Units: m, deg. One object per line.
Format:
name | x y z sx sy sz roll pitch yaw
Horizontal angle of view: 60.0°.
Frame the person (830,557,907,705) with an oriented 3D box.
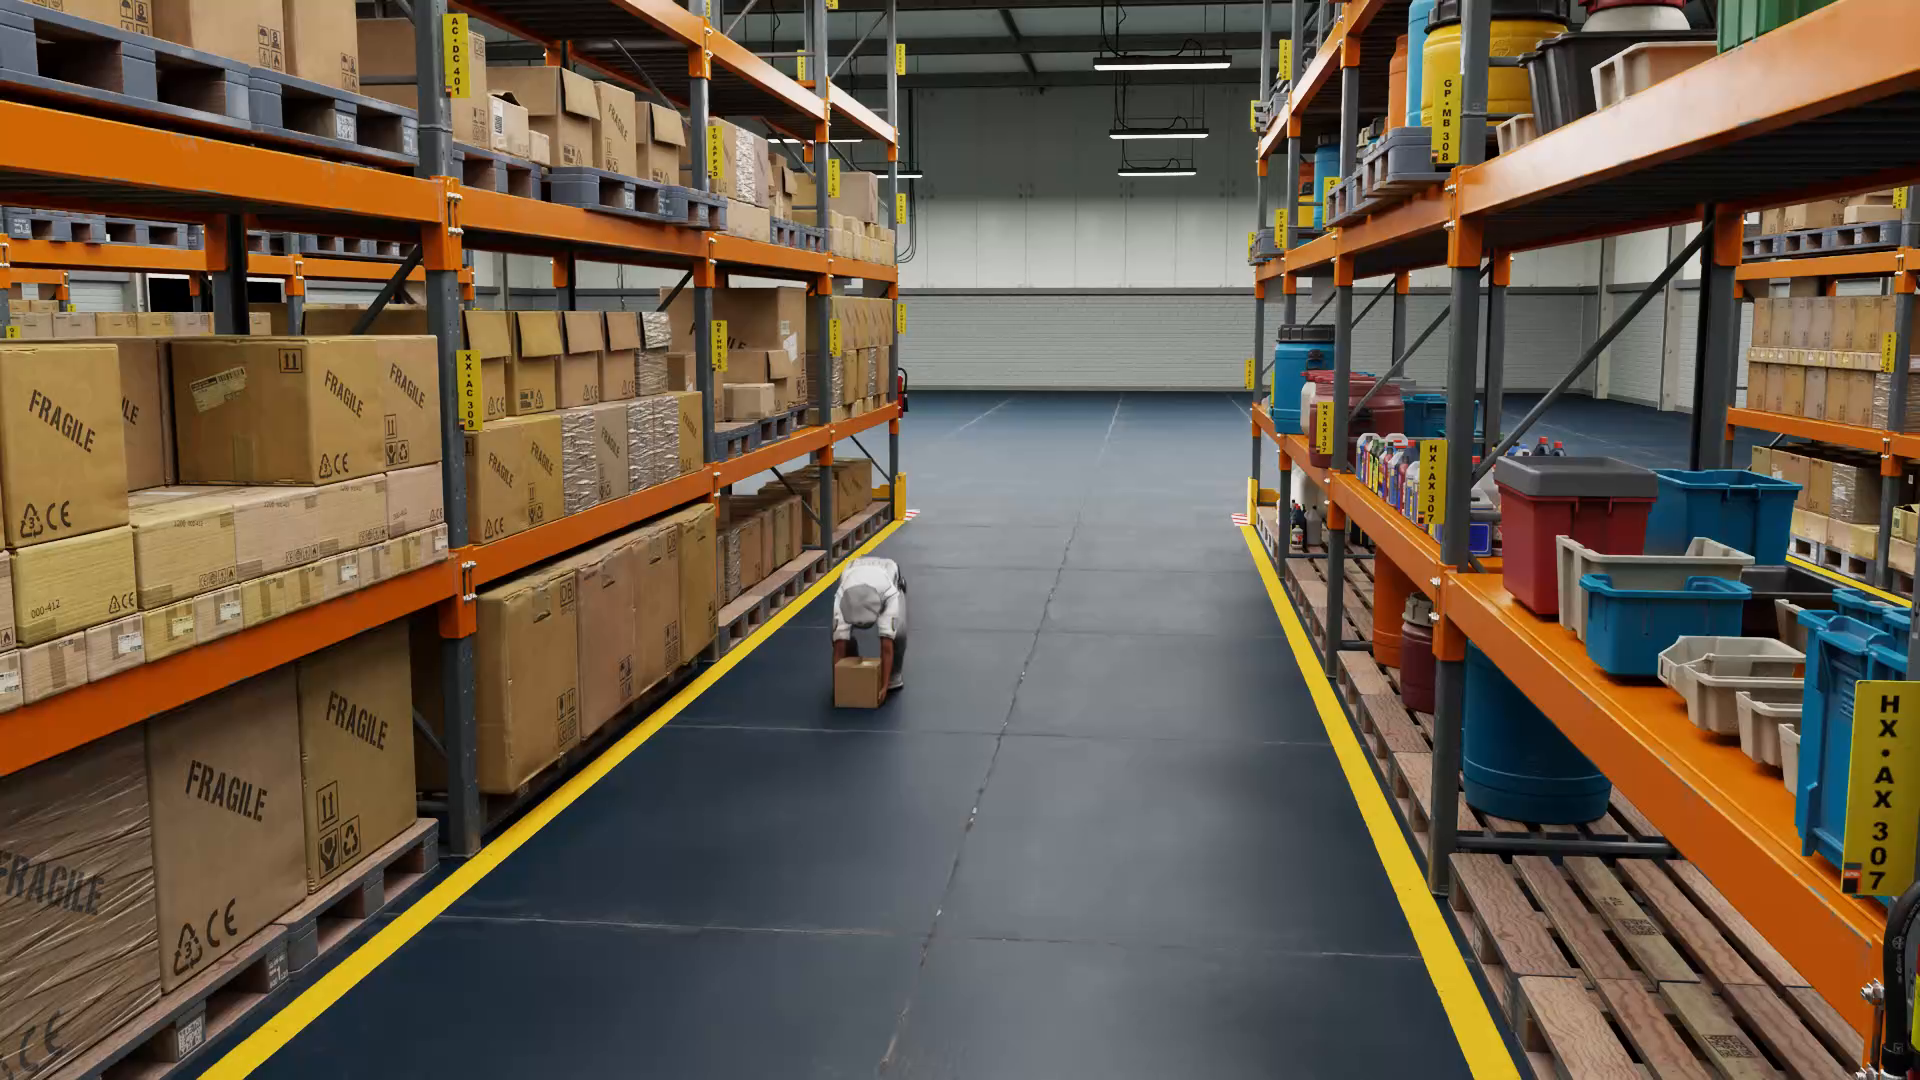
person | -0.554 0.538 10.108 0.469 0.822 0.920 1 8 4
